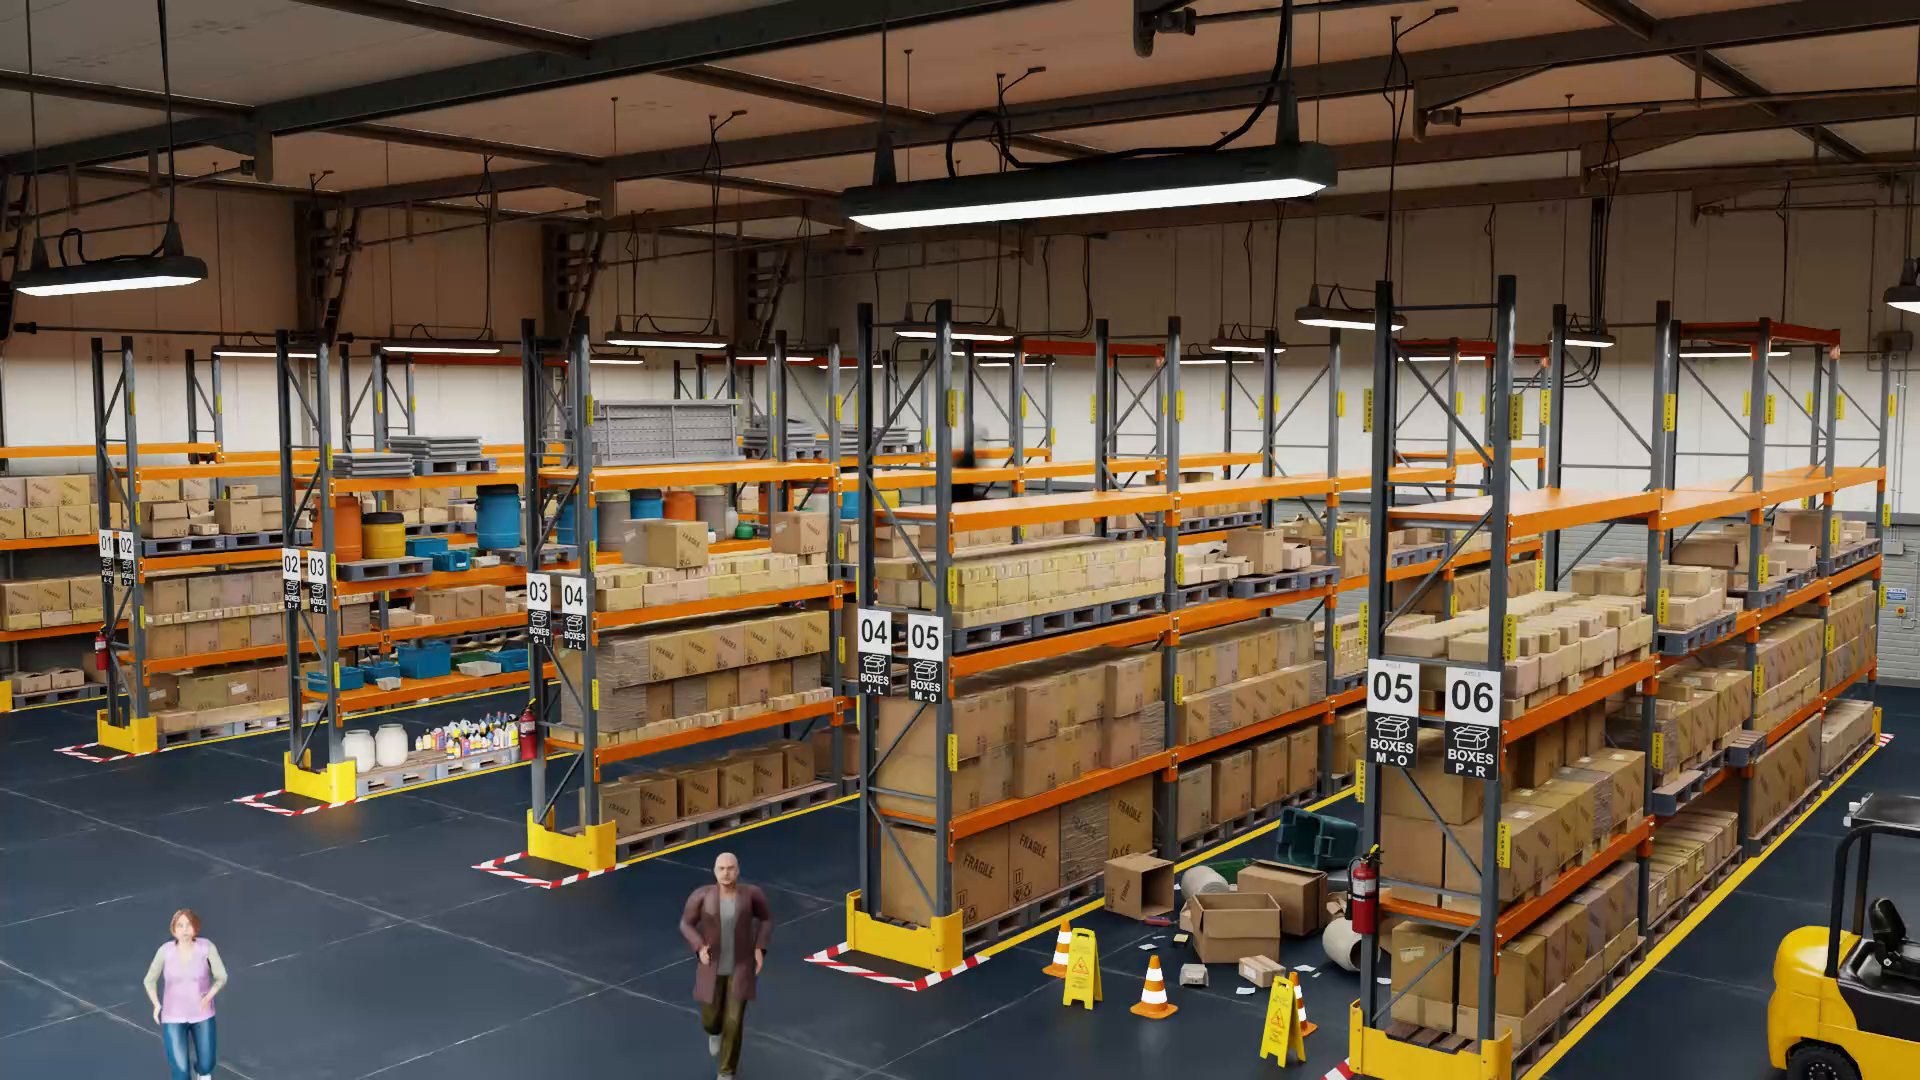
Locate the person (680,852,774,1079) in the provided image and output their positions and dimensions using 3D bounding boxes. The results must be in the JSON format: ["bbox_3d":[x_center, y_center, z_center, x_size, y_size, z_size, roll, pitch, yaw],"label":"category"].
[{"bbox_3d":[-1.755,3.204,12.550,0.708,1.736,0.744,-1,5,-7],"label":"person"}]

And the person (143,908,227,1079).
[{"bbox_3d":[-5.469,3.366,11.761,0.542,1.553,0.680,-2,5,-24],"label":"person"}]

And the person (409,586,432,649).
[{"bbox_3d":[-9.942,1.625,30.787,0.576,1.678,0.911,3,6,28],"label":"person"}]
